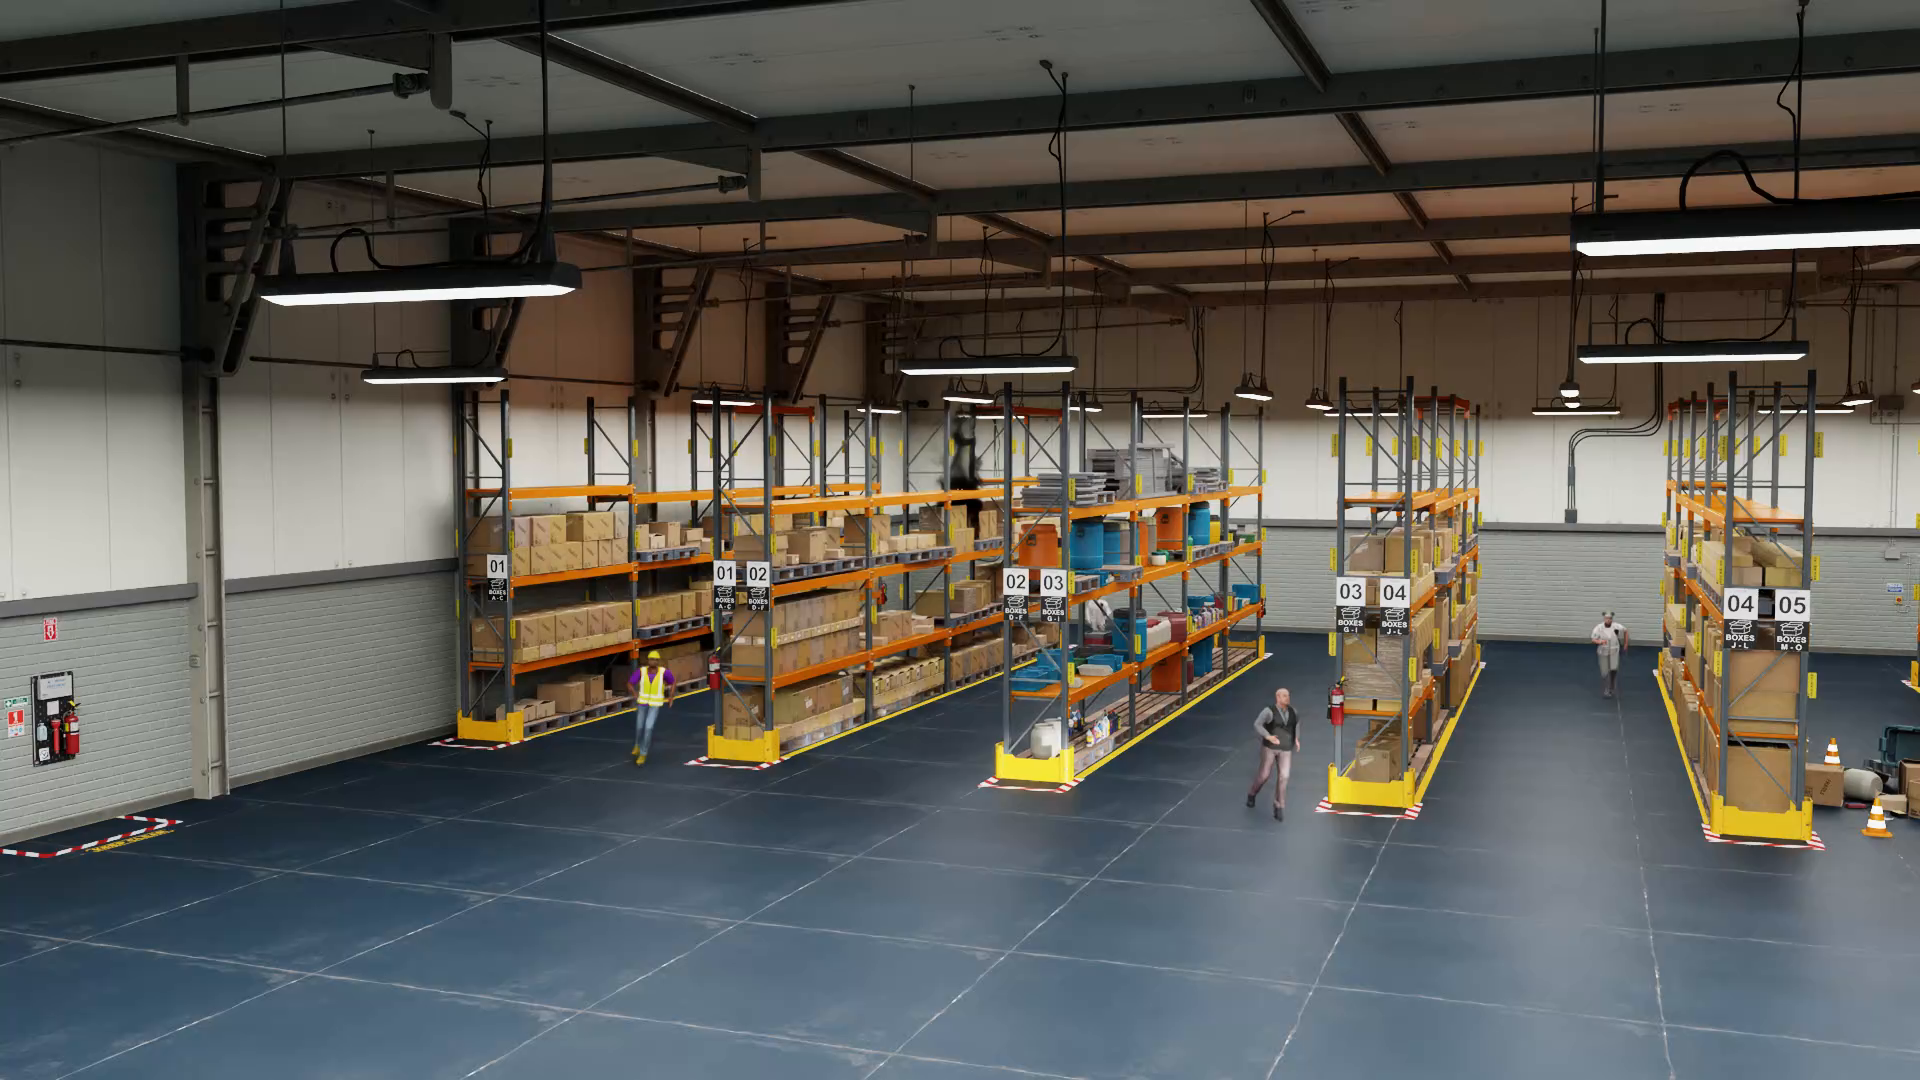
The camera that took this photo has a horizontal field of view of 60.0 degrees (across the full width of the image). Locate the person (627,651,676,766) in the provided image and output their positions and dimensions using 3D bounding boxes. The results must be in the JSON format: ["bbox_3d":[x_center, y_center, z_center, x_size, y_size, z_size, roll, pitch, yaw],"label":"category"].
[{"bbox_3d":[-4.966,2.654,26.628,0.758,1.766,0.915,0,3,-1],"label":"person"}]

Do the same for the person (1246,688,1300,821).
[{"bbox_3d":[4.358,2.931,22.741,0.731,1.643,0.912,0,3,-8],"label":"person"}]

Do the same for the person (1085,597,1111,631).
[{"bbox_3d":[3.296,1.984,39.870,0.631,1.673,0.561,1,3,15],"label":"person"}]

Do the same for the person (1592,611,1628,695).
[{"bbox_3d":[13.077,2.282,33.459,0.705,1.731,0.756,1,3,18],"label":"person"}]

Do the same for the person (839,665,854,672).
[{"bbox_3d":[-2.357,2.243,34.413,0.663,1.731,0.513,1,3,15],"label":"person"}]
